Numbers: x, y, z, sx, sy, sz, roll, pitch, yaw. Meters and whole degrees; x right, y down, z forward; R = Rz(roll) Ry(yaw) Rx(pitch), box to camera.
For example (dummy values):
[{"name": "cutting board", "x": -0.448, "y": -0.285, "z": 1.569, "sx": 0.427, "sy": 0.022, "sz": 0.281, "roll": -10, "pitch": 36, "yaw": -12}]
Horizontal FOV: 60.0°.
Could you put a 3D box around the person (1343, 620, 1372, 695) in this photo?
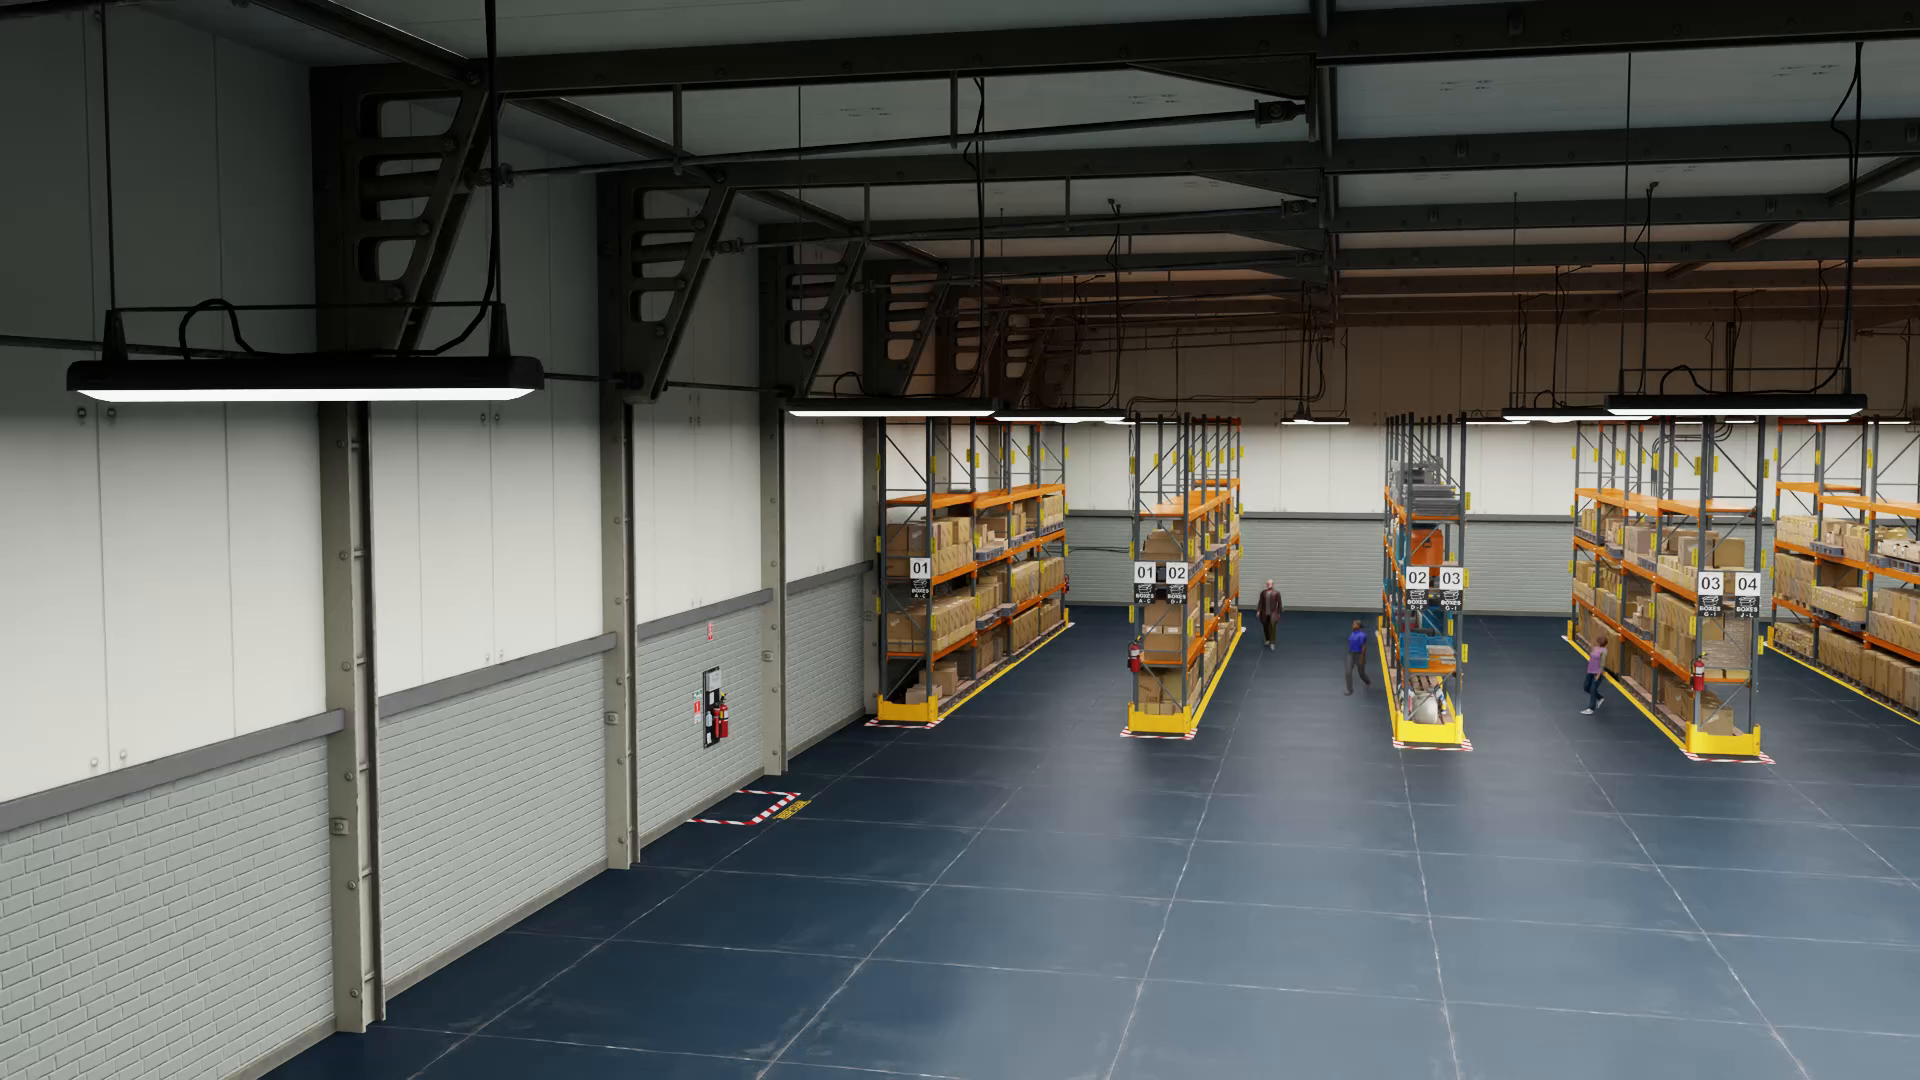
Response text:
[{"name": "person", "x": 8.497, "y": 2.499, "z": 35.582, "sx": 0.457, "sy": 1.612, "sz": 0.845, "roll": 3, "pitch": 5, "yaw": 36}]

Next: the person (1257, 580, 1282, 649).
[{"name": "person", "x": 8.027, "y": 1.914, "z": 43.181, "sx": 0.641, "sy": 1.745, "sz": 1.018, "roll": 1, "pitch": 4, "yaw": 15}]

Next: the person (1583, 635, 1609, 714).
[{"name": "person", "x": 12.721, "y": 2.685, "z": 33.307, "sx": 0.669, "sy": 1.567, "sz": 0.438, "roll": -2, "pitch": 4, "yaw": -23}]
